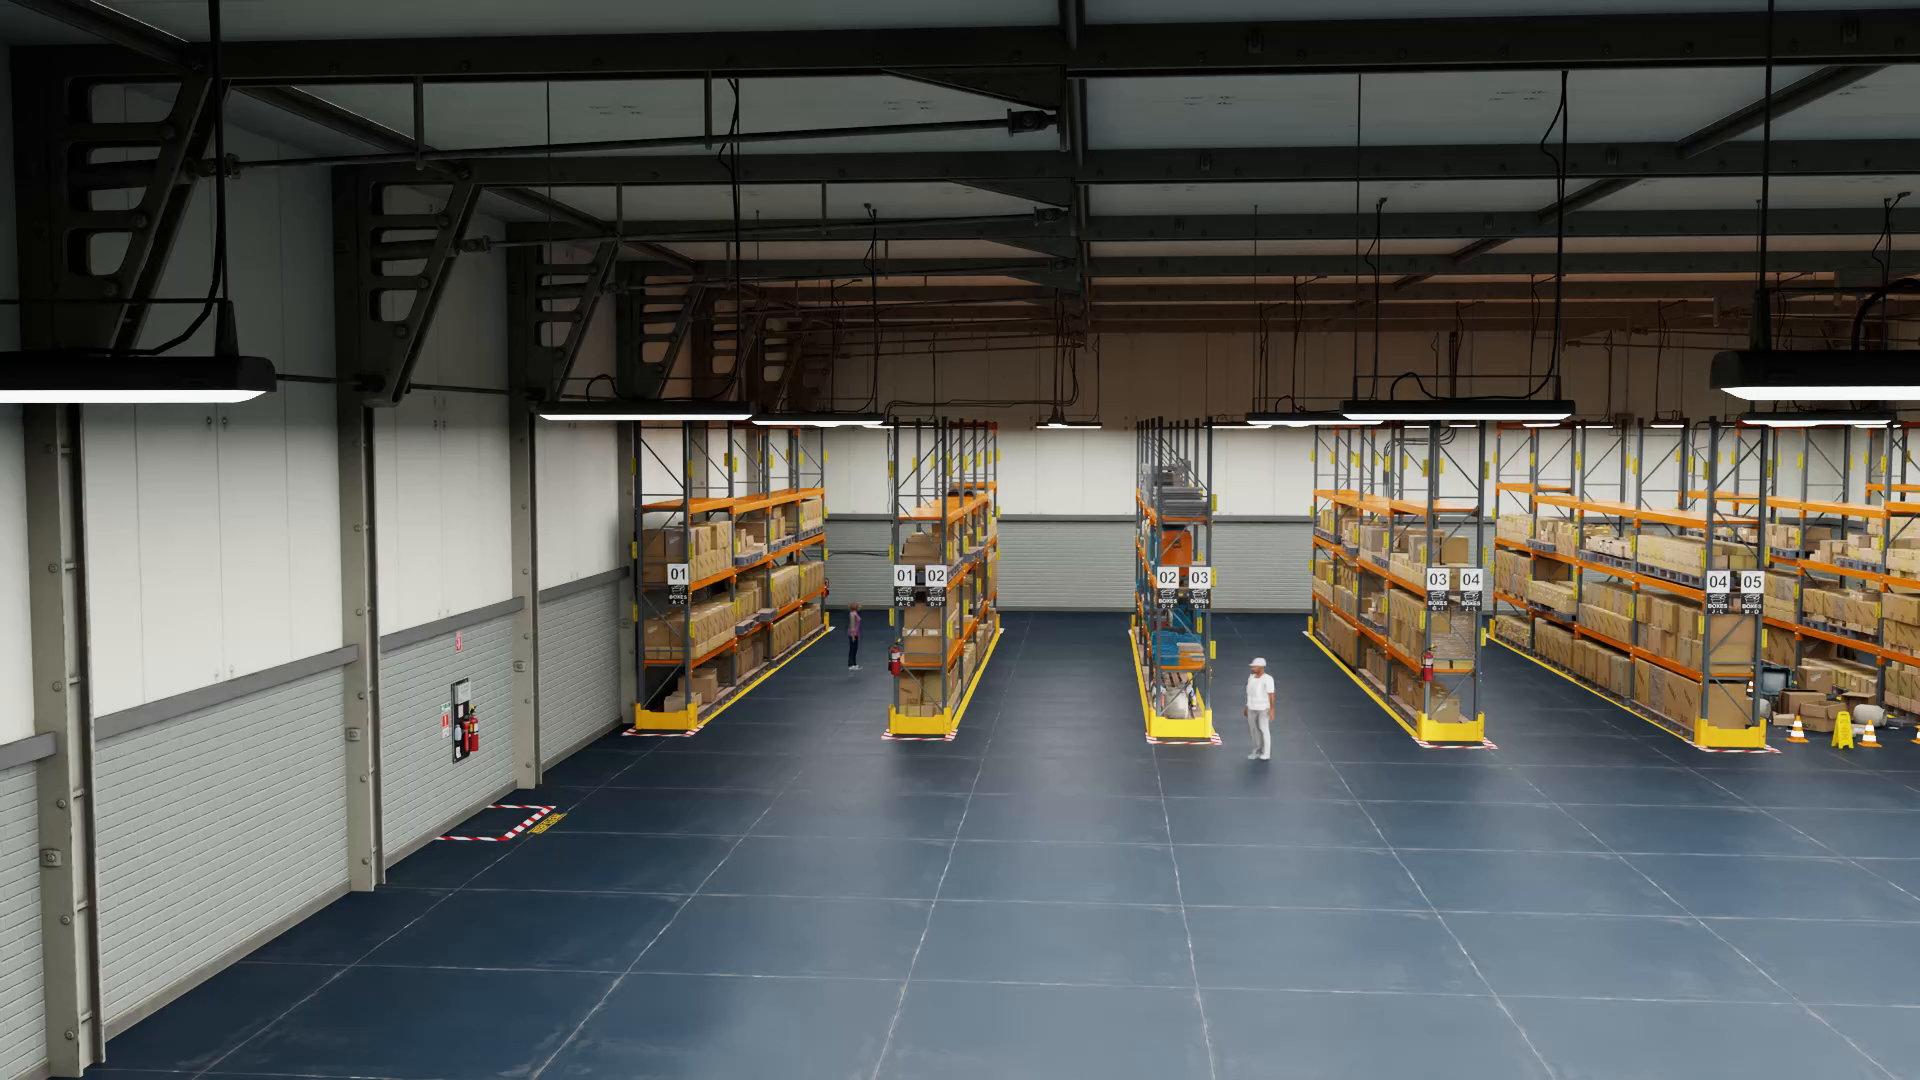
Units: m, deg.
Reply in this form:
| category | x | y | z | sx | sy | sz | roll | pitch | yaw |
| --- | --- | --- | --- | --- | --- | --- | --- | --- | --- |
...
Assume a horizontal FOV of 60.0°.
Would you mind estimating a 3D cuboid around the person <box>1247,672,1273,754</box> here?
| category | x | y | z | sx | sy | sz | roll | pitch | yaw |
| --- | --- | --- | --- | --- | --- | --- | --- | --- | --- |
| person | 5.214 | 3.027 | 29.022 | 0.375 | 1.443 | 0.438 | -3 | 5 | -36 |

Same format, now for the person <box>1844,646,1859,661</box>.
| category | x | y | z | sx | sy | sz | roll | pitch | yaw |
| --- | --- | --- | --- | --- | --- | --- | --- | --- | --- |
| person | 21.529 | 2.515 | 40.234 | 0.439 | 1.007 | 0.362 | -4 | 5 | -45 |

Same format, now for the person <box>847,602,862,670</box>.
| category | x | y | z | sx | sy | sz | roll | pitch | yaw |
| --- | --- | --- | --- | --- | --- | --- | --- | --- | --- |
| person | -2.491 | 2.249 | 38.993 | 0.328 | 1.609 | 0.430 | 1 | 4 | 8 |
